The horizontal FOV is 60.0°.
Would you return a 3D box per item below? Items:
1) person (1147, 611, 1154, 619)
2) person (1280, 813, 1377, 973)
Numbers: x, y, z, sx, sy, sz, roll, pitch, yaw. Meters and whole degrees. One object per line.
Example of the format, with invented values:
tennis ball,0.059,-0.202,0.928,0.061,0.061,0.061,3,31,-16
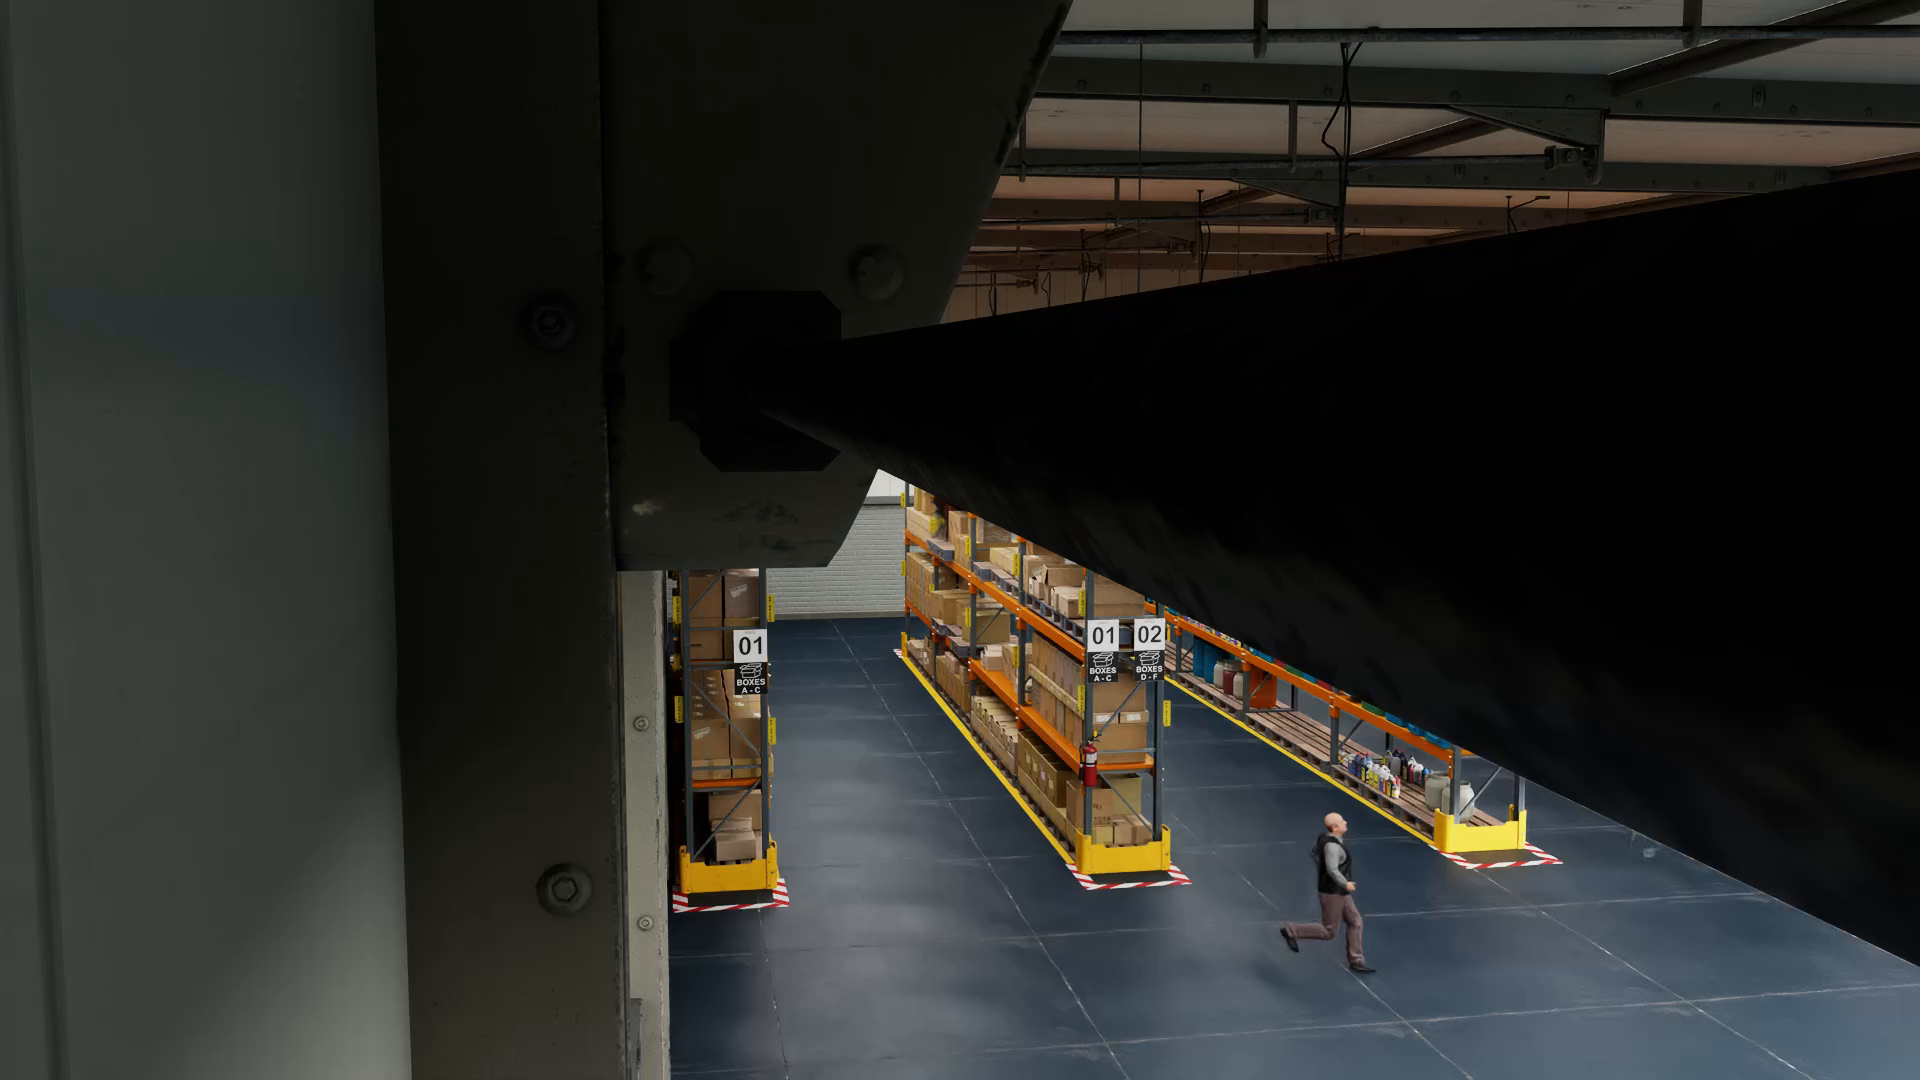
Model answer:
person,4.396,1.323,39.974,0.833,1.833,0.661,1,6,6
person,3.886,3.706,17.452,1.010,1.711,0.641,1,6,12
